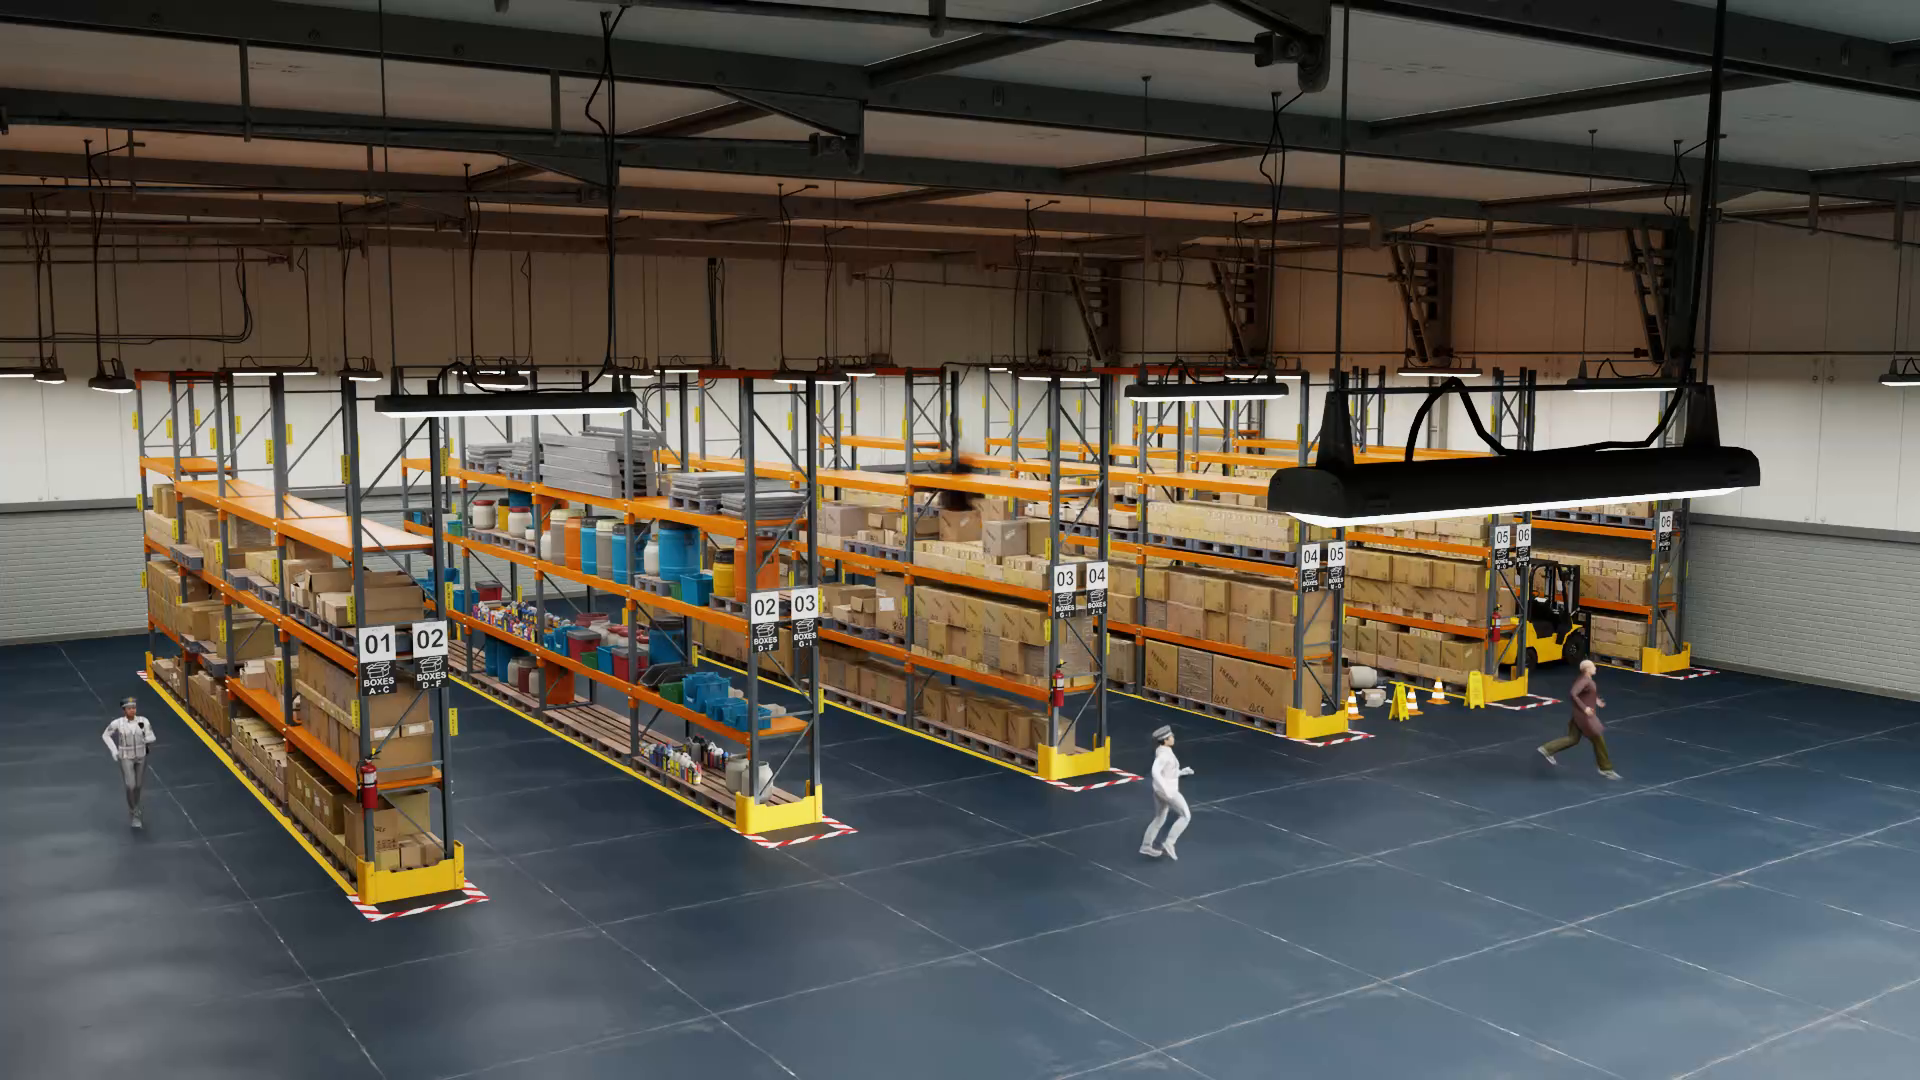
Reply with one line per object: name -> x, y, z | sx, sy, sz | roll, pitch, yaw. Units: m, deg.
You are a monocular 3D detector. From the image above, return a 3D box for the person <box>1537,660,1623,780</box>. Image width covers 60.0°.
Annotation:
person -> 9.264, 2.666, 24.806 | 1.222, 1.790, 0.672 | 0, 6, 4

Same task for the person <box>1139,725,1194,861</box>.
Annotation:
person -> 2.597, 3.154, 20.758 | 0.673, 1.706, 0.579 | -1, 7, -10

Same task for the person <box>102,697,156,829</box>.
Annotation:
person -> -11.145, 2.967, 22.390 | 0.597, 1.747, 0.718 | -6, 9, -43
